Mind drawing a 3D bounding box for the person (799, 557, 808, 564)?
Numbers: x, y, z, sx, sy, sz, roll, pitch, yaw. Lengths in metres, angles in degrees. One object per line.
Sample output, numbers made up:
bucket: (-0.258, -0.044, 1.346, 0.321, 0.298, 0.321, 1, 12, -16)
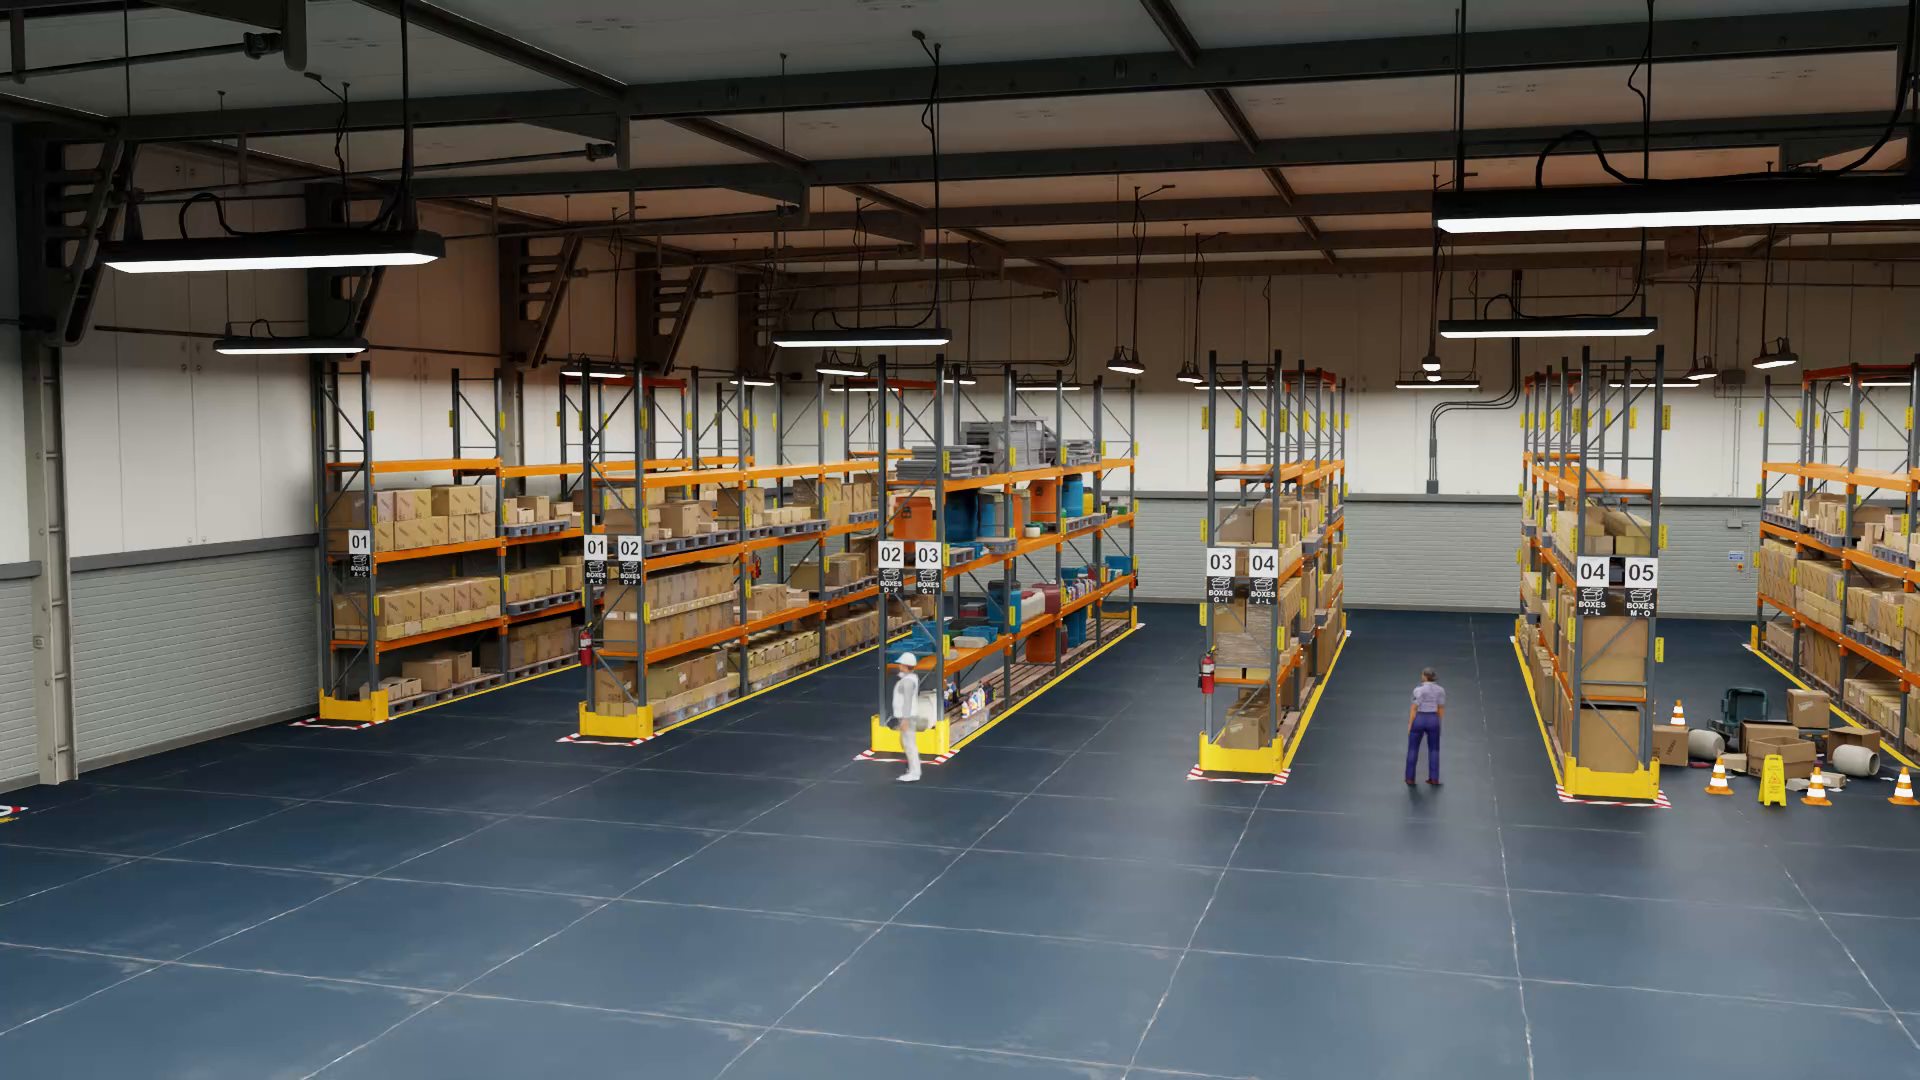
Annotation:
person: (-3.690, 1.302, 39.250, 0.596, 1.791, 0.856, 2, 4, 23)

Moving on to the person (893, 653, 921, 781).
person: (-0.742, 2.469, 23.165, 0.395, 1.809, 0.645, 0, 4, -3)

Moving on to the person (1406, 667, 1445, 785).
person: (6.414, 2.556, 22.913, 0.511, 1.659, 0.426, 1, 4, 9)
